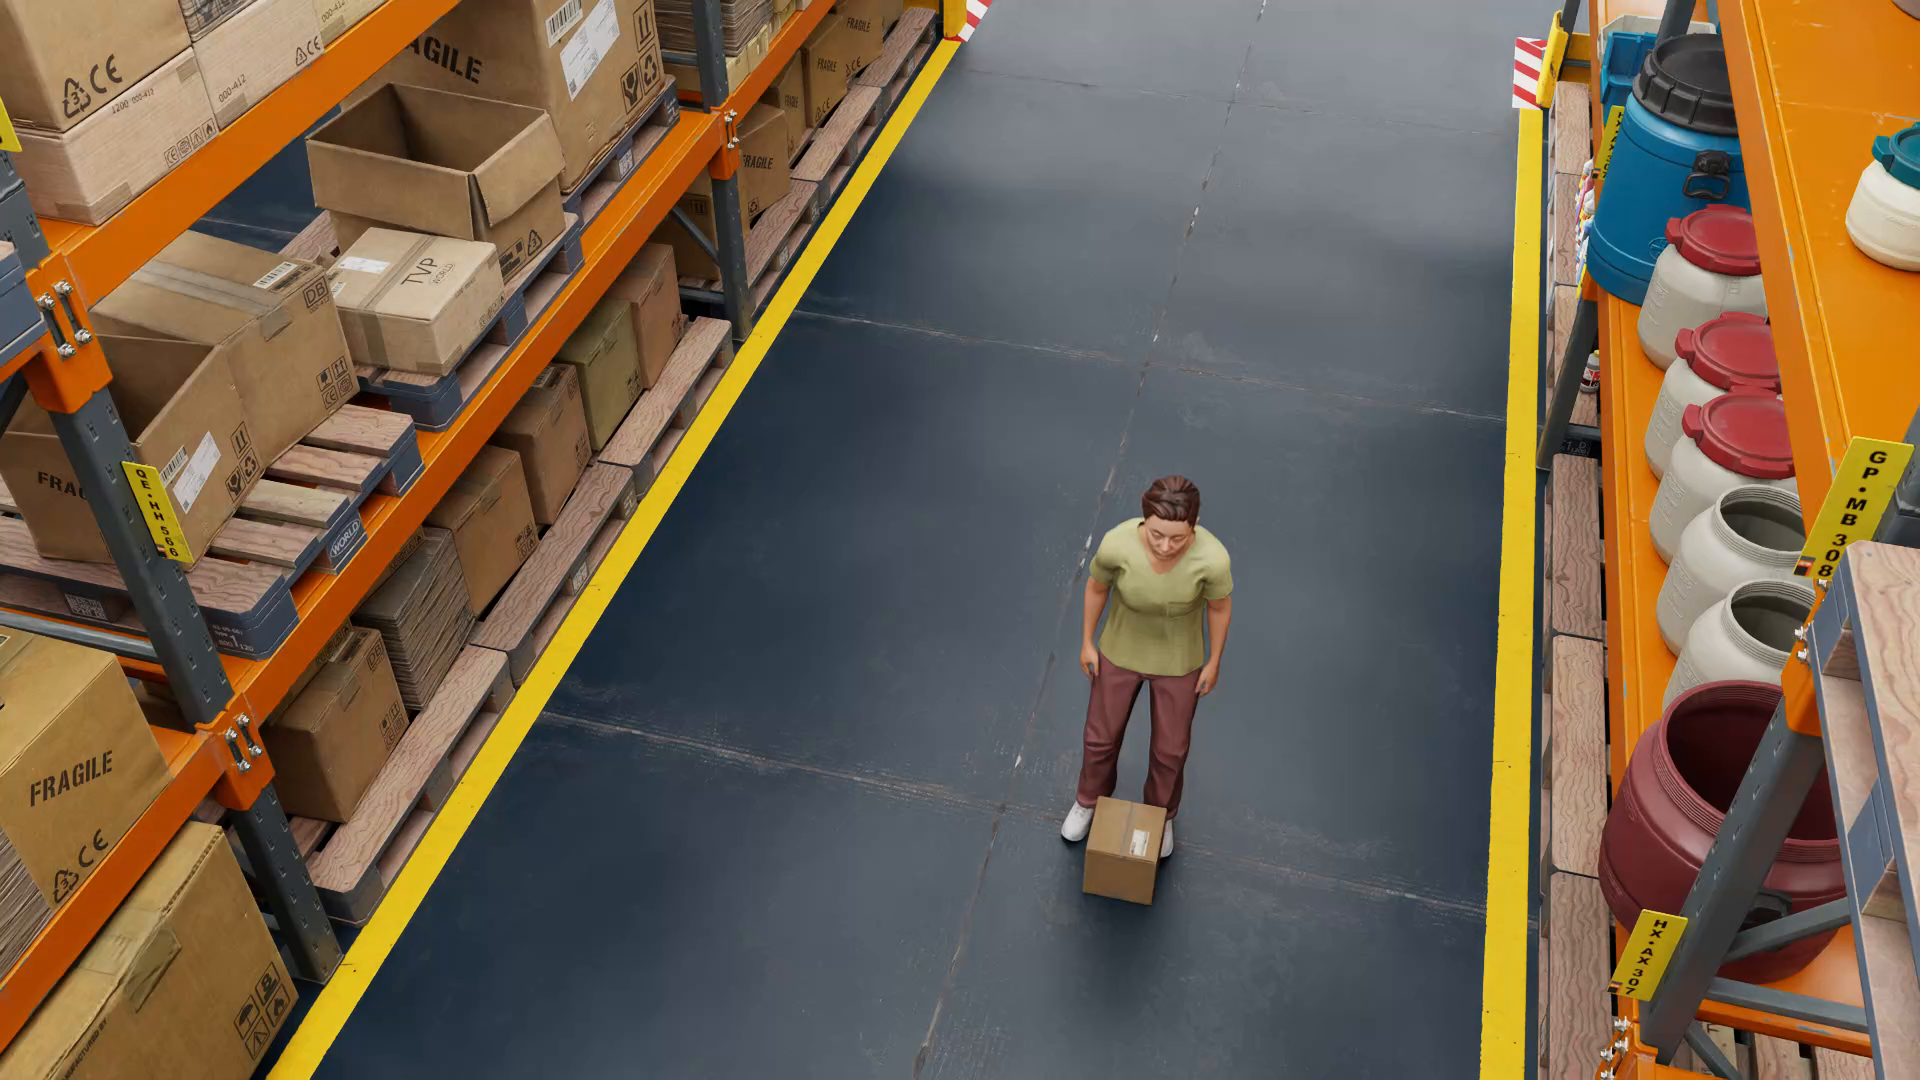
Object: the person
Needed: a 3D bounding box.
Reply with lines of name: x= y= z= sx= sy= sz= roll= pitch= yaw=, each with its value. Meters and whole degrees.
person: x=0.652 y=0.420 z=5.680 sx=0.516 sy=1.671 sz=0.364 roll=8 pitch=42 yaw=9
